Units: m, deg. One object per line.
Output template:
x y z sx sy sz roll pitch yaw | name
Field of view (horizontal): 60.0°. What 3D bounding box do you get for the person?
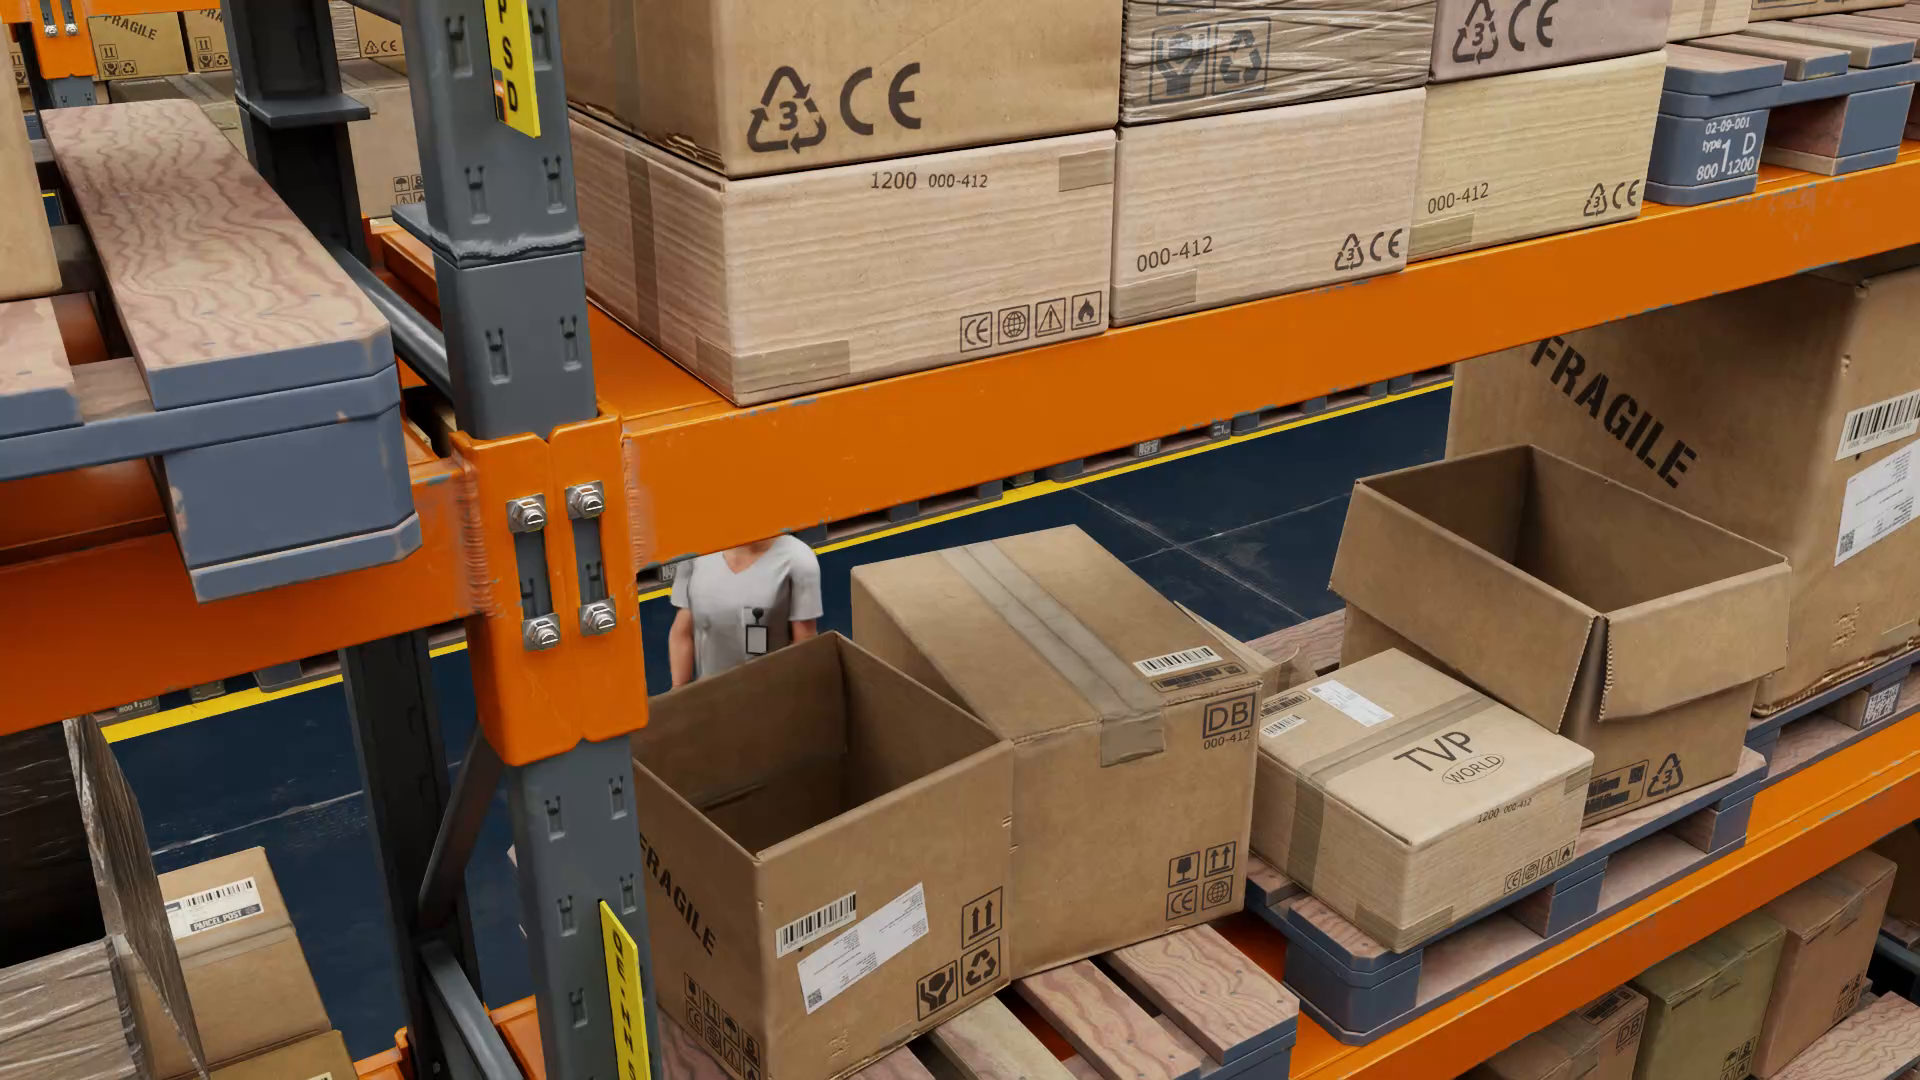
-0.666 0.532 4.955 0.529 1.682 0.479 3 25 7 | person
